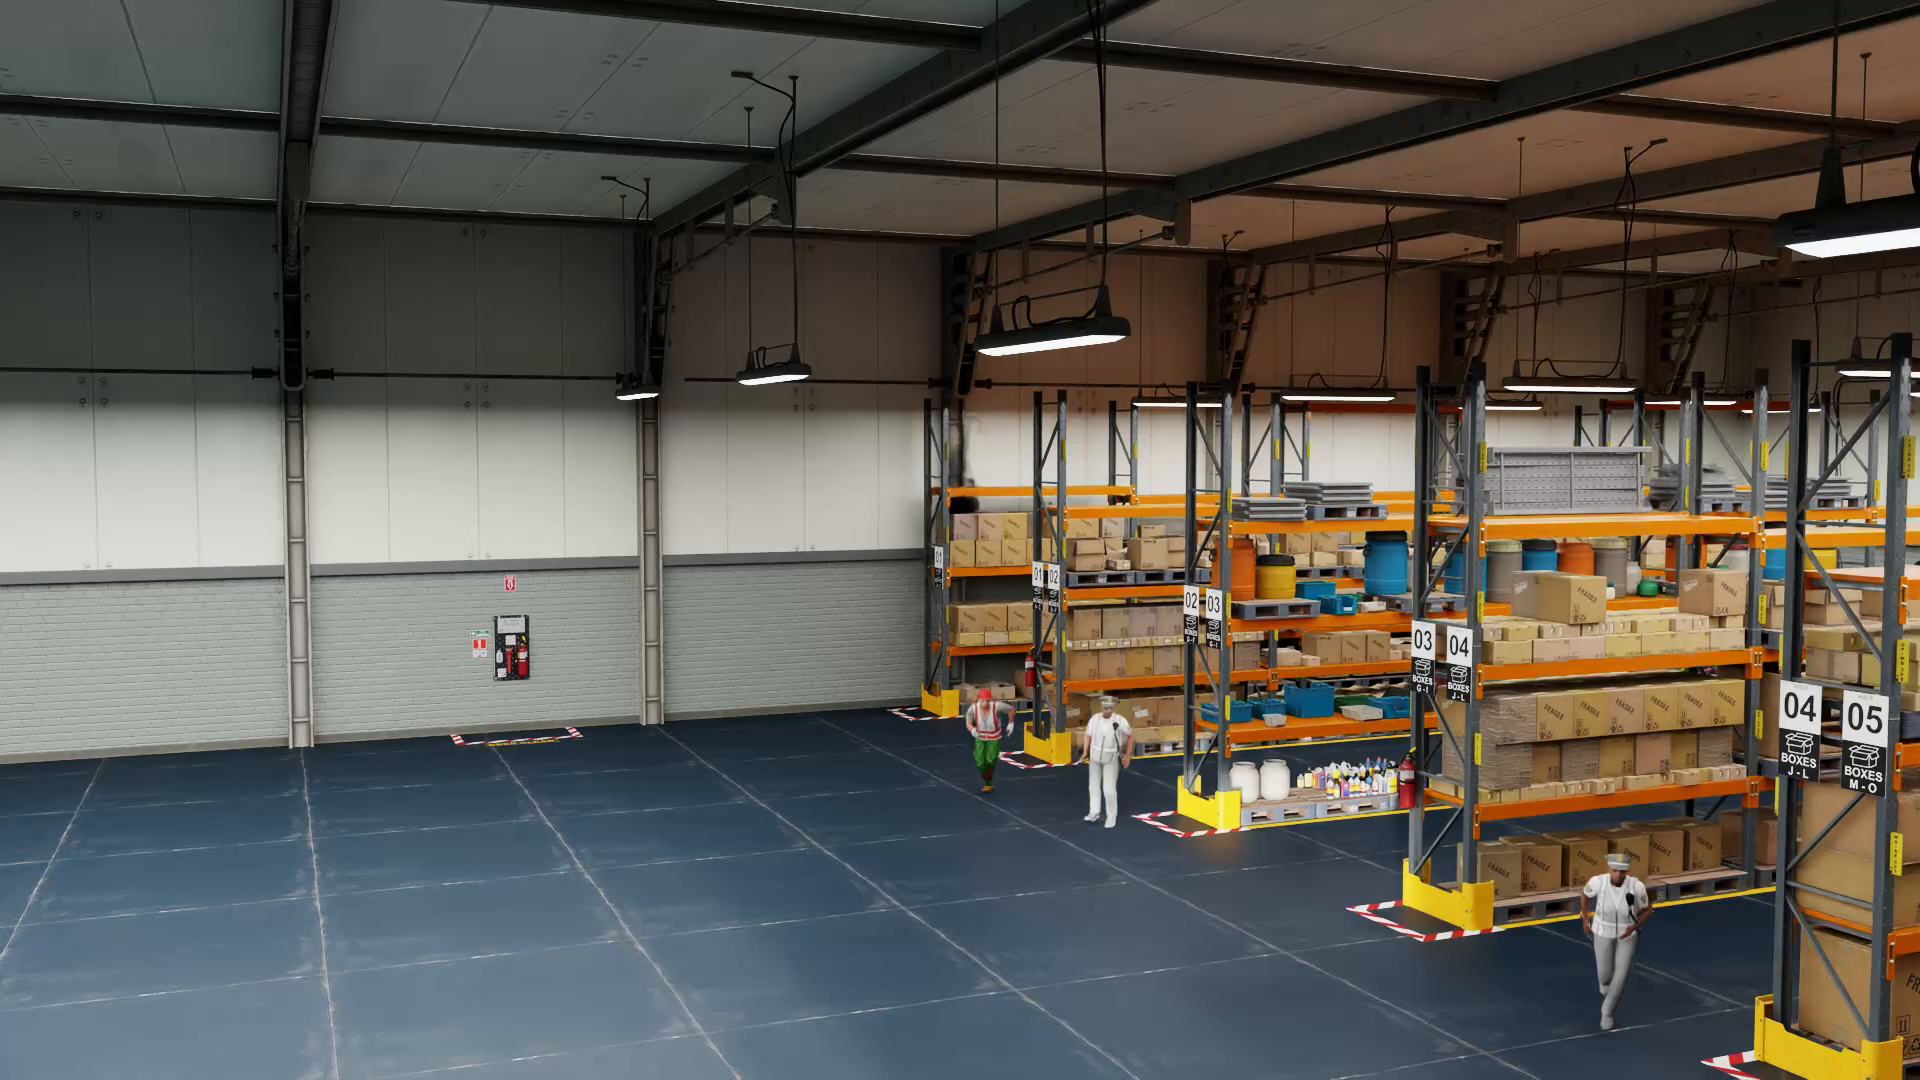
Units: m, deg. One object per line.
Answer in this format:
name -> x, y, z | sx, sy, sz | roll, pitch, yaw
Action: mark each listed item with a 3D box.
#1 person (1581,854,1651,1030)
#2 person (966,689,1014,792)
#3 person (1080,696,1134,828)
person -> 5.802, 3.513, 14.742 | 0.565, 1.620, 0.714 | 1, 3, 16
person -> 0.426, 2.935, 24.286 | 0.678, 1.601, 0.828 | 0, 3, 8
person -> 1.956, 3.011, 22.293 | 0.648, 1.826, 0.581 | 1, 4, 22
